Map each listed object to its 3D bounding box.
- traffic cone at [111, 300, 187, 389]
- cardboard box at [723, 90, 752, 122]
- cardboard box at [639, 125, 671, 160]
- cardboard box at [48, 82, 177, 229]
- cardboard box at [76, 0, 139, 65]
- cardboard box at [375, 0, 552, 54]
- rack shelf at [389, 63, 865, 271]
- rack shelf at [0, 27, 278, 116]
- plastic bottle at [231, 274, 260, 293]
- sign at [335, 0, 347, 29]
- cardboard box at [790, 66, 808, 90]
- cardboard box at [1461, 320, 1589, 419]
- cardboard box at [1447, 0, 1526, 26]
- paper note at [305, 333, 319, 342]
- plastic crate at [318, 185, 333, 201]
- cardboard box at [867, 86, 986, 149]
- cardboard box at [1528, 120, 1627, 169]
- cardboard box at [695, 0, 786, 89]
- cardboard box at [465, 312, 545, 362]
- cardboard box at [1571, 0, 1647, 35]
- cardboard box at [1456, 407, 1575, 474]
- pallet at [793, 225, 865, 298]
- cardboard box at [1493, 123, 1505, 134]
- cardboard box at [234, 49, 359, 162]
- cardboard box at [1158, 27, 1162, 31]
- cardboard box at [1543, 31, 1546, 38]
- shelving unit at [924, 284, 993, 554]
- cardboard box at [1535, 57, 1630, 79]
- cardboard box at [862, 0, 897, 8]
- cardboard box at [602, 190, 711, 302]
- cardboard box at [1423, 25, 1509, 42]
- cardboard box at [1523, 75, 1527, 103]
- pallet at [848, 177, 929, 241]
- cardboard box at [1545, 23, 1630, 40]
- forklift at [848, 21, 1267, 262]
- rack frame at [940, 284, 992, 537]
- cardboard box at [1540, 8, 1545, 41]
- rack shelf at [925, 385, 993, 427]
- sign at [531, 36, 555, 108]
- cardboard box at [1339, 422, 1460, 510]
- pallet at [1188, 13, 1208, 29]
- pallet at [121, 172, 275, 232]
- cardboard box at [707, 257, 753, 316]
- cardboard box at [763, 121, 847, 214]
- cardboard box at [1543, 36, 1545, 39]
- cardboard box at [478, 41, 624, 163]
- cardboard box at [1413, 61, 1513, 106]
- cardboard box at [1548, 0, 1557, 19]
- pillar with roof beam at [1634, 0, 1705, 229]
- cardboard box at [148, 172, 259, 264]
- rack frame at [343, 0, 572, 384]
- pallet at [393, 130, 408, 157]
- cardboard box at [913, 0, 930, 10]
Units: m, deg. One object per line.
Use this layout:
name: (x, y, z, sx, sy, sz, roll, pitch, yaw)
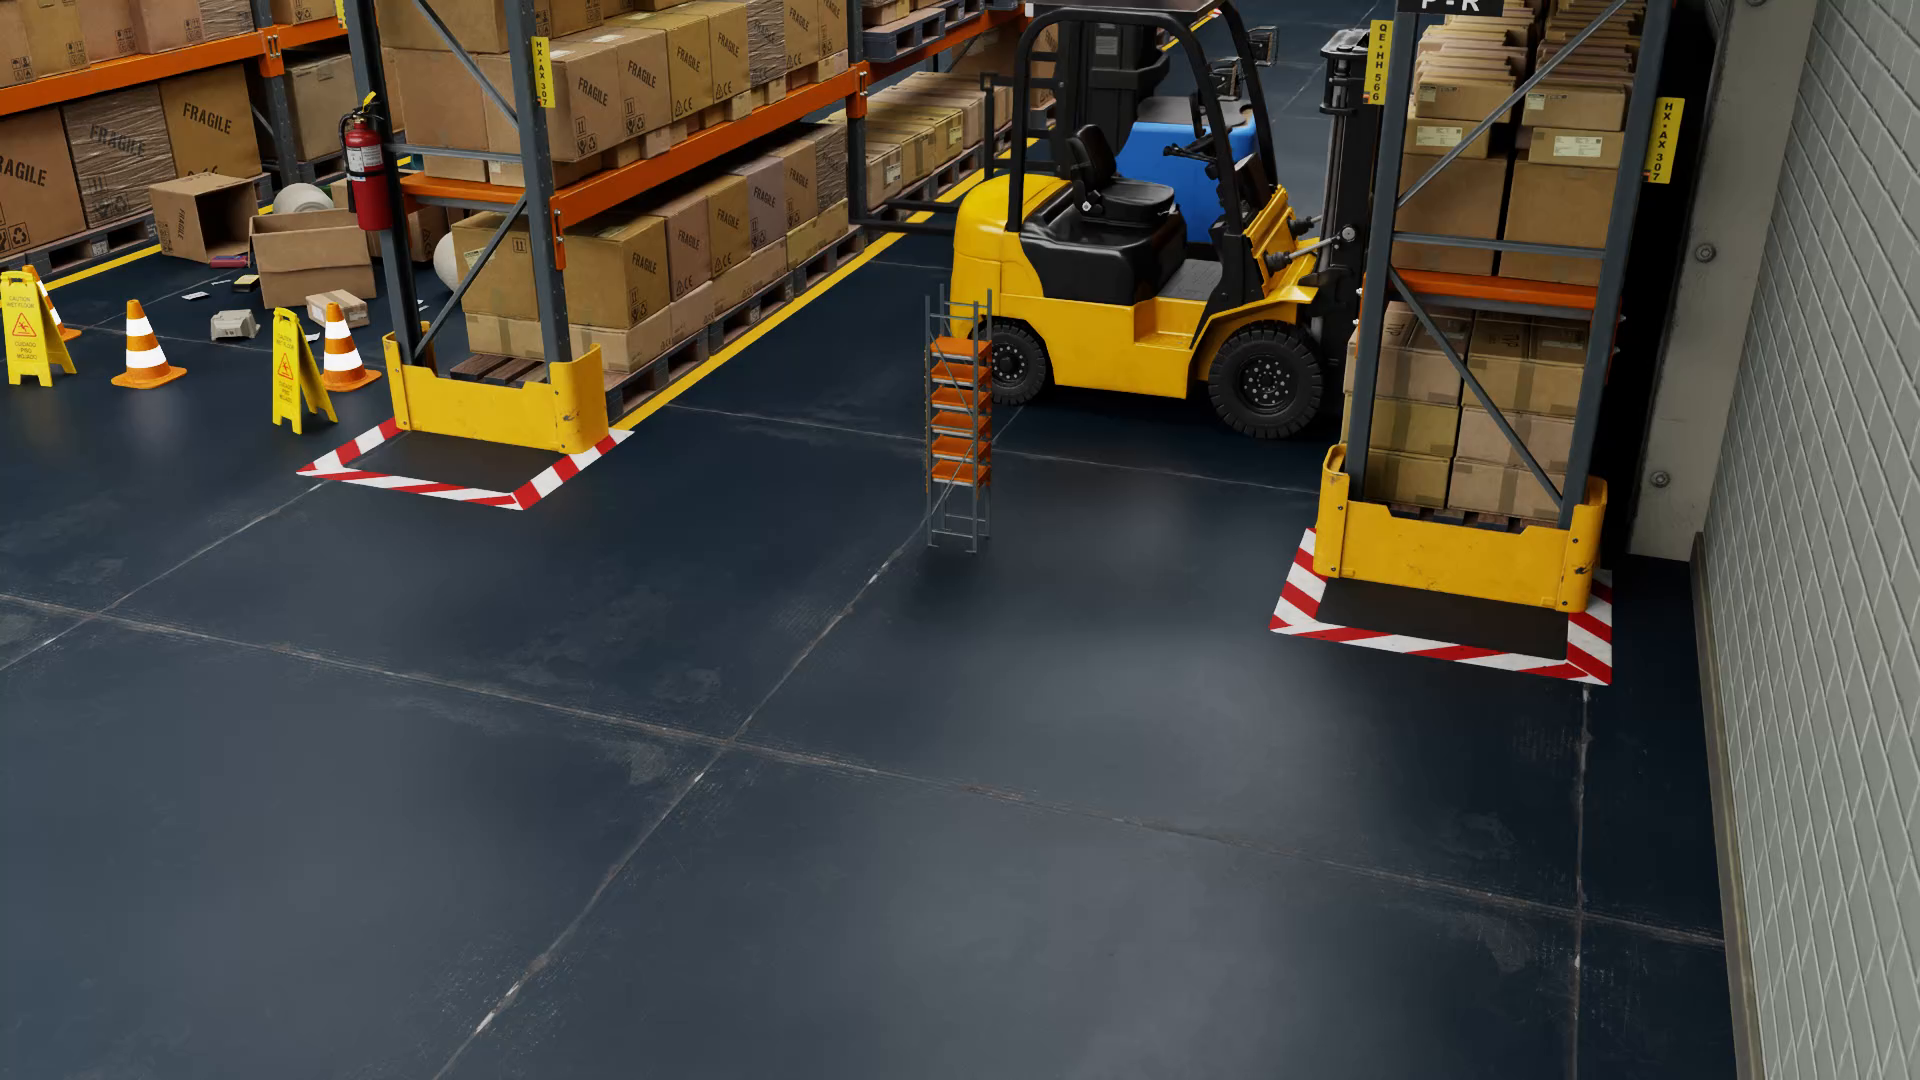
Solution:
traffic cone: (-4.731, -1.157, 9.608, 0.336, 0.463, 0.334, 9, 27, 17)
cardboard box: (-1.485, -2.638, 10.045, 0.380, 0.149, 0.250, 9, 27, 18)
cardboard box: (-1.826, -2.211, 9.162, 0.380, 0.149, 0.250, 9, 27, 18)
cardboard box: (-6.439, -2.847, 12.144, 0.875, 0.875, 0.875, 9, 27, 18)
cardboard box: (-6.432, -3.714, 11.806, 0.875, 0.550, 0.550, 9, 27, 17)
cardboard box: (-2.533, -2.784, 8.454, 0.700, 0.500, 0.500, 8, 27, 16)
rack shelf: (-1.832, -2.412, 10.114, 1.077, 0.370, 4.000, 9, 27, 17)
rack shelf: (-6.533, -3.088, 11.511, 1.077, 0.370, 4.000, 9, 27, 17)
plastic bottle: (-4.833, -1.751, 11.296, 0.133, 0.061, 0.283, 0, 26, -1)
sign: (-3.014, -2.666, 8.122, 0.100, 0.325, 0.005, 9, 27, 17)
cardboard box: (-1.223, -3.068, 10.934, 0.380, 0.149, 0.250, 9, 27, 18)
cardboard box: (2.523, -0.767, 7.417, 0.500, 0.250, 0.500, 8, 27, 17)
cardboard box: (2.808, -2.794, 8.877, 0.380, 0.149, 0.250, 8, 27, 17)
paper note: (-4.060, -1.254, 10.305, 0.148, 0.019, 0.142, 0, 26, -1)
plastic crate: (-4.690, -2.732, 13.112, 0.662, 0.188, 0.450, -20, 23, -36)
cardboard box: (-0.270, -3.672, 14.426, 0.950, 0.372, 0.625, 8, 27, 16)
cardboard box: (2.542, -1.634, 6.823, 0.380, 0.149, 0.250, 8, 27, 16)
cardboard box: (-1.413, -3.091, 10.236, 0.500, 0.500, 0.500, 10, 27, 19)
cardboard box: (-2.474, -1.246, 9.555, 0.500, 0.250, 0.500, 9, 27, 17)
cardboard box: (3.472, -2.815, 8.922, 0.380, 0.149, 0.250, 8, 27, 16)
cardboard box: (2.537, -0.535, 7.512, 0.500, 0.250, 0.500, 9, 27, 18)
pallet: (-1.356, -2.021, 11.682, 1.003, 0.211, 1.213, 9, 27, 17)
cardboard box: (2.237, -1.922, 7.419, 0.380, 0.149, 0.250, 9, 27, 18)
cardboard box: (-5.746, -3.678, 14.004, 1.050, 0.750, 0.750, 9, 27, 17)
cardboard box: (2.103, -6.491, 20.172, 0.875, 0.438, 0.875, 8, 27, 16)
cardboard box: (3.621, -2.660, 9.687, 0.500, 0.500, 0.500, 9, 27, 17)
shelving unit: (-0.005, -0.534, 7.476, 0.258, 1.200, 0.189, 9, 27, 17)
cardboard box: (2.691, -1.986, 7.210, 0.380, 0.149, 0.250, 9, 27, 18)
cardboard box: (-0.740, -4.076, 11.789, 0.500, 0.500, 0.500, 9, 27, 19)
cardboard box: (-1.791, -1.719, 9.671, 0.500, 0.500, 0.500, 8, 27, 16)
cardboard box: (2.435, -2.383, 8.029, 0.380, 0.149, 0.250, 9, 27, 18)
cardboard box: (2.609, -2.111, 8.553, 0.500, 0.500, 0.500, 9, 27, 18)
pallet: (-0.908, -2.622, 12.924, 1.003, 0.211, 1.213, 9, 27, 17)
cardboard box: (3.040, -2.404, 8.074, 0.380, 0.149, 0.250, 9, 27, 18)
forklift: (0.582, -3.392, 11.393, 3.031, 2.935, 1.130, 7, 27, 14)
rack frame: (0.026, -0.572, 7.554, 0.240, 1.200, 0.006, 9, 27, 17)
cardboard box: (3.603, -3.448, 11.027, 0.500, 0.250, 0.500, 8, 27, 16)
rack shelf: (-0.005, -0.602, 7.443, 0.258, 0.103, 0.180, 9, 27, 17)
sign: (-1.986, -2.224, 7.909, 0.100, 0.325, 0.005, 9, 27, 17)
cardboard box: (2.043, -0.385, 7.777, 0.500, 0.250, 0.500, 9, 27, 18)
pallet: (2.635, -6.894, 21.745, 1.003, 0.211, 1.213, 9, 27, 17)
pallet: (-6.195, -2.677, 13.037, 1.003, 0.211, 1.213, 9, 27, 17)
cardboard box: (-1.621, -1.591, 10.267, 0.500, 0.250, 0.500, 11, 28, 21)
cardboard box: (-1.110, -2.564, 11.417, 0.500, 0.500, 0.500, 8, 27, 17)
cardboard box: (3.284, -2.590, 8.799, 0.380, 0.149, 0.250, 10, 27, 19)
cardboard box: (-2.078, -2.247, 8.492, 0.500, 0.500, 0.500, 8, 27, 17)
cardboard box: (2.158, -1.950, 7.134, 0.380, 0.149, 0.250, 9, 27, 18)
cardboard box: (3.835, -3.289, 10.242, 0.380, 0.149, 0.250, 8, 27, 16)
pillar with roof beam: (1.203, -7.141, 12.172, 9.100, 9.000, 0.400, 9, 27, 17)
cardboard box: (-5.417, -2.323, 11.971, 0.500, 0.500, 0.500, 14, 29, 26)
rack frame: (-2.497, -1.913, 8.260, 1.000, 3.000, 0.127, 9, 27, 17)
pallet: (-5.278, -3.809, 15.376, 1.003, 0.211, 1.213, 9, 27, 17)
cardboard box: (-0.446, -4.143, 12.671, 0.380, 0.149, 0.250, 9, 27, 18)
